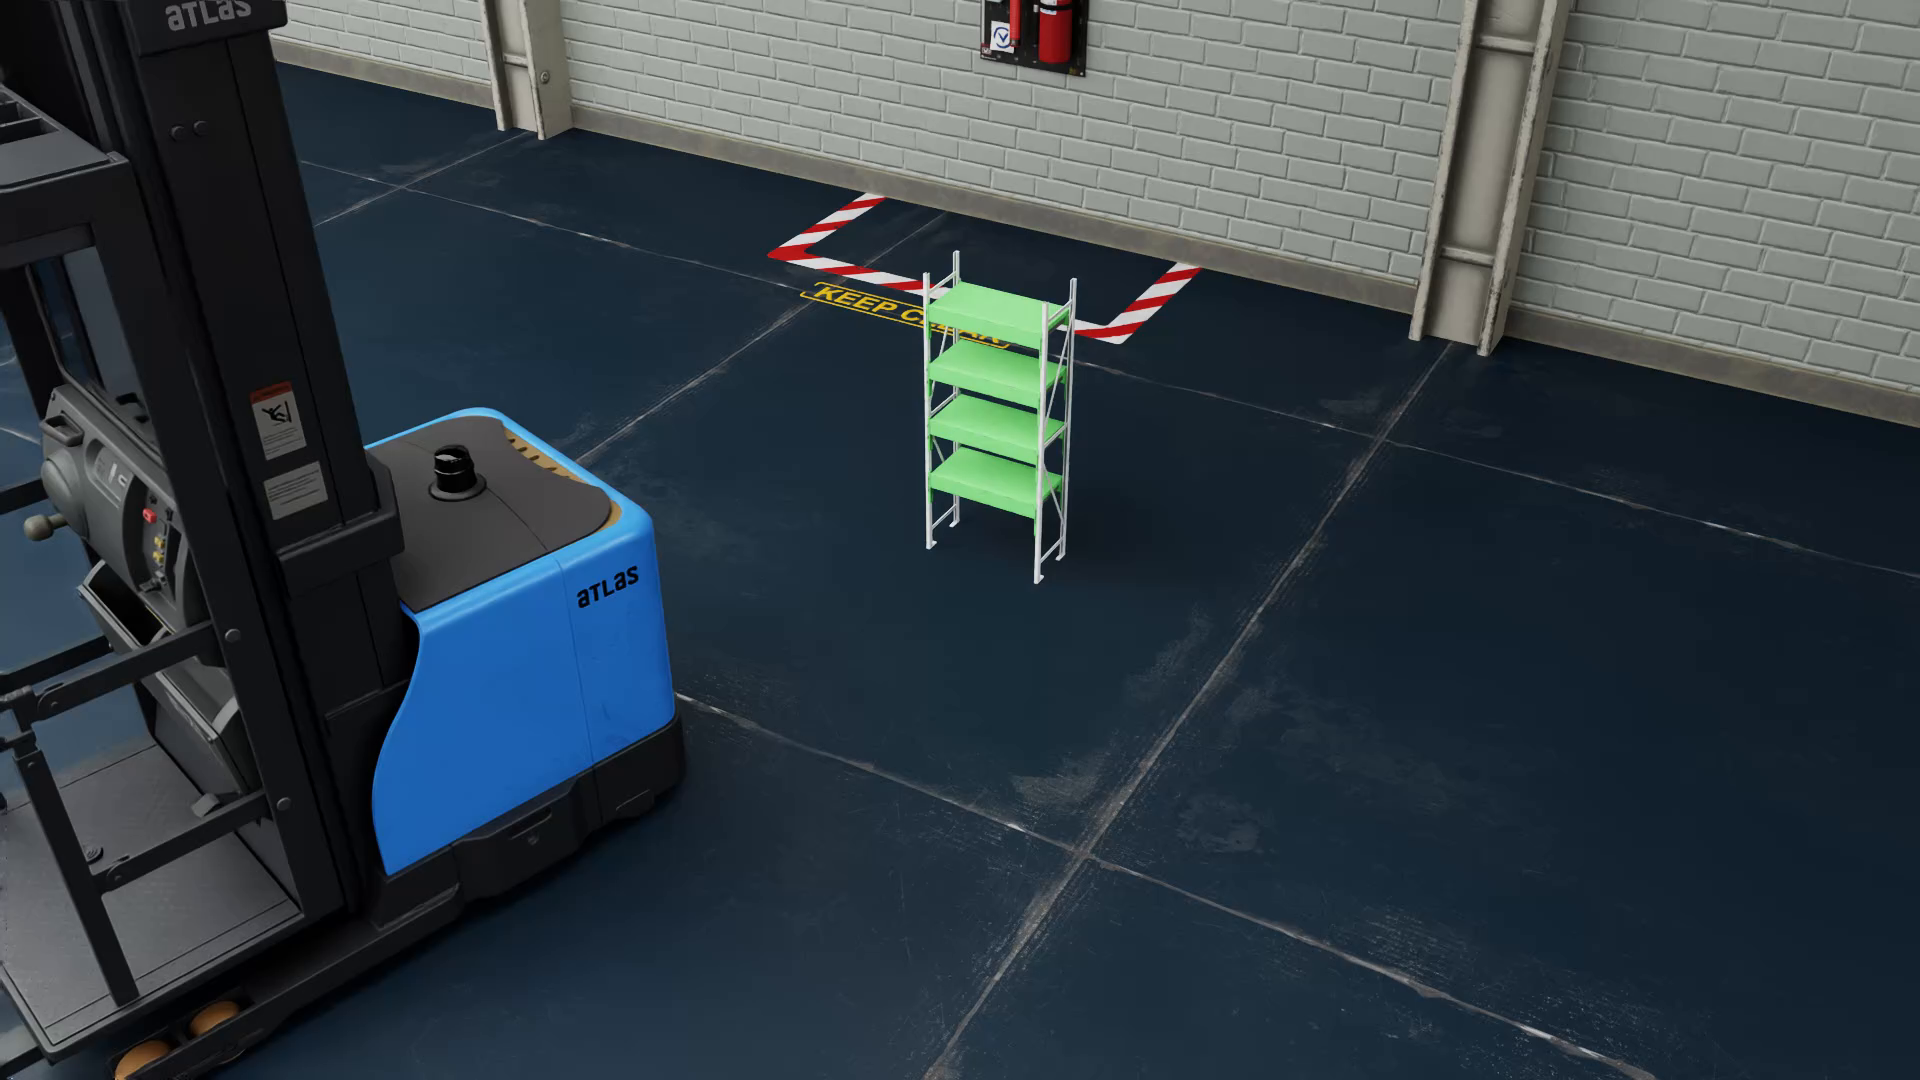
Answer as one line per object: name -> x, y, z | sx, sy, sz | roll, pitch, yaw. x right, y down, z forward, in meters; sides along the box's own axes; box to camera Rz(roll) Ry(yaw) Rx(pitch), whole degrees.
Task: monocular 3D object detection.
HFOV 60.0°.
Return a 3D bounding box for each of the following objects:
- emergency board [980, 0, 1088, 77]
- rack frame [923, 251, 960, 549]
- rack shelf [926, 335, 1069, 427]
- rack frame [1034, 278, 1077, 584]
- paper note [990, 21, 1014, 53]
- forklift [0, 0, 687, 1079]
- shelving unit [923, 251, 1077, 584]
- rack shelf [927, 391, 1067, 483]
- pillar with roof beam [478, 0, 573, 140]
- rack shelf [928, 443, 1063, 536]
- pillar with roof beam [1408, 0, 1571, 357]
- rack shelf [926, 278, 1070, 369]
emergency board -> 0.346, -2.966, 8.498 | 0.643, 1.169, 0.194 | 18, 37, 24
rack frame -> -0.068, -0.521, 6.450 | 0.015, 1.200, 0.240 | 18, 37, 24
rack shelf -> 0.144, -0.600, 6.251 | 0.480, 0.148, 0.258 | 18, 37, 24
rack frame -> 0.356, -0.387, 6.248 | 0.015, 1.200, 0.240 | 18, 37, 24
paper note -> 0.227, -2.681, 8.865 | 0.142, 0.148, 0.016 | 18, 37, 24
forklift -> -2.313, -0.030, 4.151 | 3.031, 2.935, 1.130 | -28, 43, -35
shelving unit -> 0.144, -0.454, 6.349 | 0.503, 1.200, 0.258 | 18, 37, 24
rack shelf -> 0.144, -0.401, 6.384 | 0.480, 0.148, 0.258 | 18, 37, 24
pillar with roof beam -> -4.872, -4.343, 5.154 | 0.400, 9.000, 9.100 | 18, 37, 24
rack shelf -> 0.144, -0.201, 6.518 | 0.480, 0.148, 0.258 | 18, 37, 24
pillar with roof beam -> 0.337, -2.693, 2.676 | 0.400, 9.000, 9.100 | 18, 37, 24
rack shelf -> 0.144, -0.800, 6.118 | 0.480, 0.148, 0.258 | 18, 37, 24
